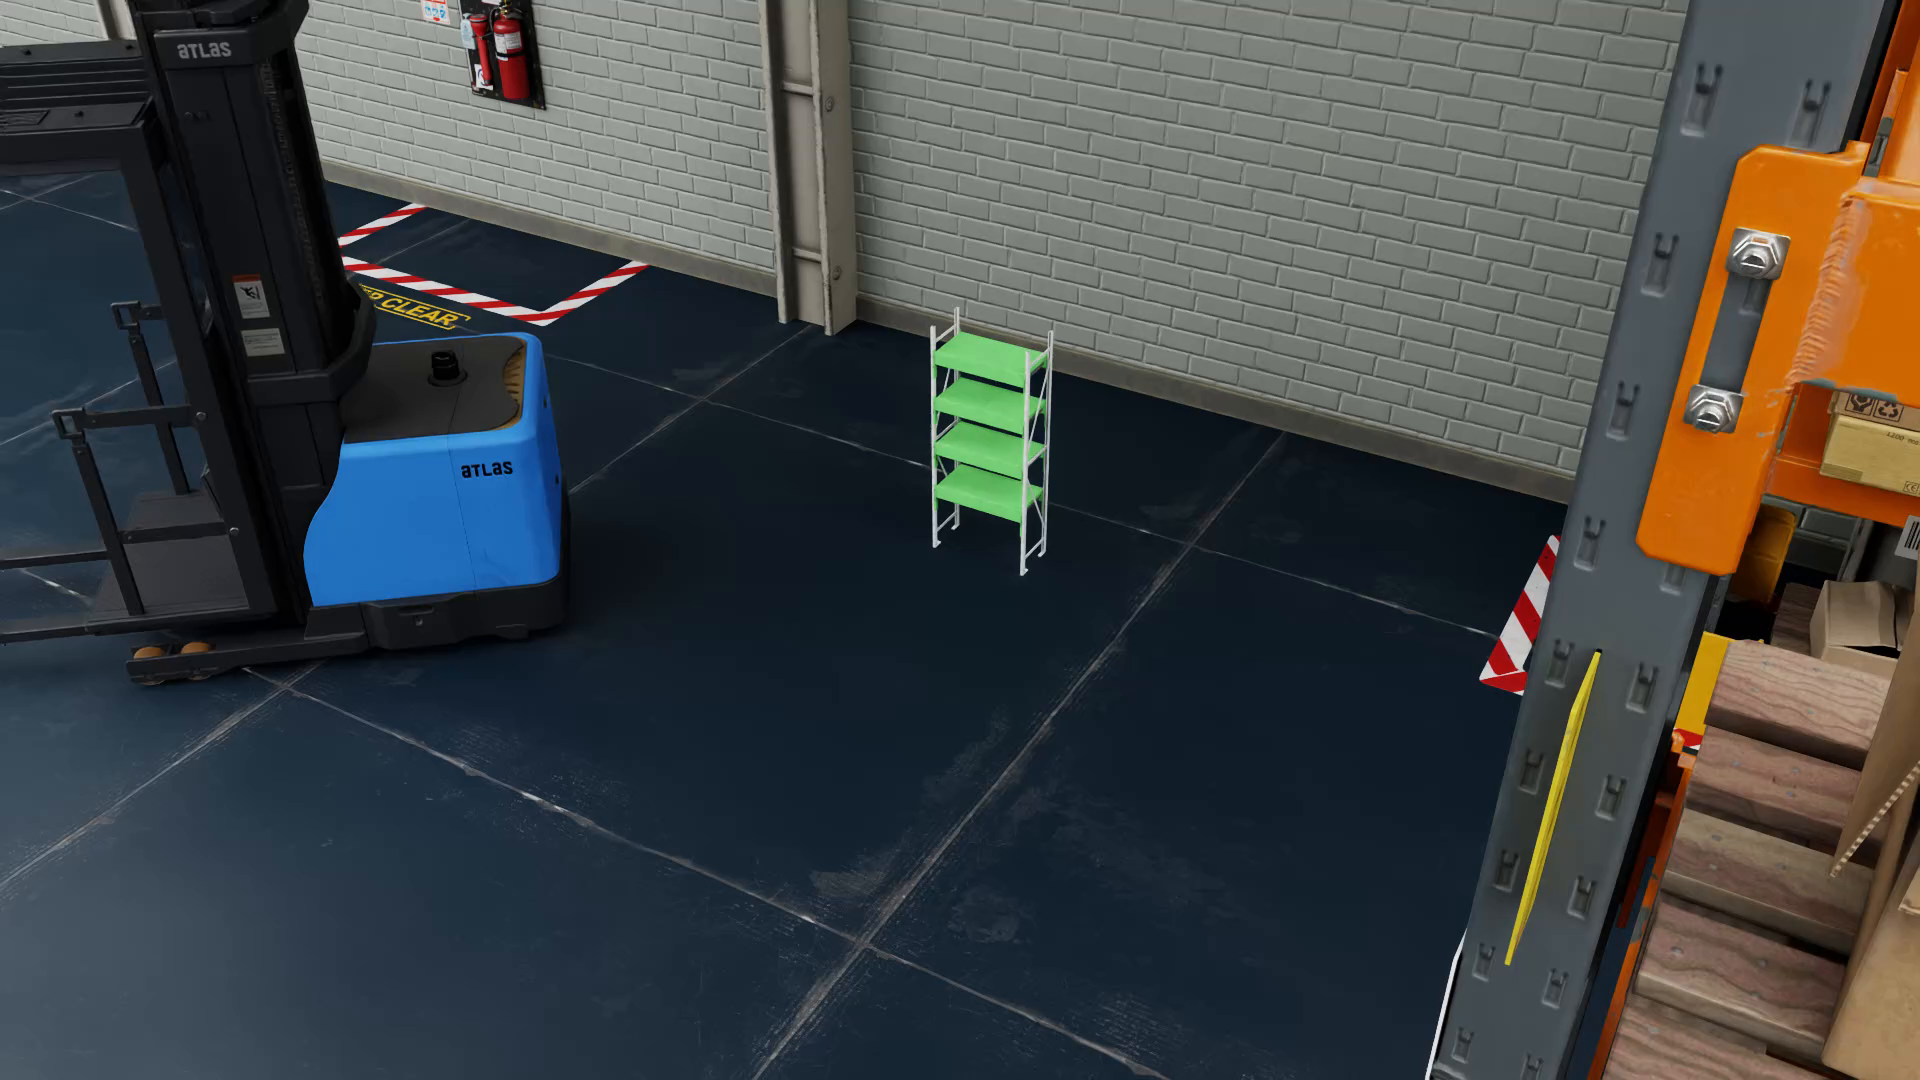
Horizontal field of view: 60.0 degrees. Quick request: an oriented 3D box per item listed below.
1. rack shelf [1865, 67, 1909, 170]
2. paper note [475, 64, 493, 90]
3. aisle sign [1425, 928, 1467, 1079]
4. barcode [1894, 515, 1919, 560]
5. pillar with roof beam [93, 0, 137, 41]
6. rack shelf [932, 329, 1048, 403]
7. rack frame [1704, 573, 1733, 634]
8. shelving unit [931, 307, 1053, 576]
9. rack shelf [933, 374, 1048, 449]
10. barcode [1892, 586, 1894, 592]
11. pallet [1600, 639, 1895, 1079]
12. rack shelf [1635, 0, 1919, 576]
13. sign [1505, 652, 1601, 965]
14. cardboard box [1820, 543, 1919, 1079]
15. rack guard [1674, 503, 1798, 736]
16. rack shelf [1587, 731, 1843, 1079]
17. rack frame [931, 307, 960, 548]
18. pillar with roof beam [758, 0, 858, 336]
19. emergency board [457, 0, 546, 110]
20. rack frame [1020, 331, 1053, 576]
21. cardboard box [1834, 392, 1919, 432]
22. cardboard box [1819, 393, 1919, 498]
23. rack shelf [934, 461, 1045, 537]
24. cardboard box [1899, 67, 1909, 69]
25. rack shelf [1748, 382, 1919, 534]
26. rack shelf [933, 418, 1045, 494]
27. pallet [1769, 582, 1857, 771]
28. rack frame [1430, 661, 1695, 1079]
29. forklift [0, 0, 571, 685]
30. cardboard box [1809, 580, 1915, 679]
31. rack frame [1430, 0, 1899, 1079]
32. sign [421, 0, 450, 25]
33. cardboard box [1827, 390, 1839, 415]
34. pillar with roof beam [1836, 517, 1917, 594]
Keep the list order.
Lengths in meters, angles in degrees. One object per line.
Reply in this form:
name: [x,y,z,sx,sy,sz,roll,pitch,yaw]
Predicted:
rack shelf: [5.035,-1.143,5.203,4.000,0.370,1.077,18,37,24]
paper note: [-3.120,-3.031,10.890,0.142,0.148,0.016,18,37,24]
aisle sign: [0.635,0.688,2.164,0.004,0.787,0.394,18,37,24]
barcode: [1.345,0.002,2.311,0.075,0.075,0.001,18,37,24]
pillar with roof beam: [-8.219,-4.693,7.179,0.400,9.000,9.100,18,37,24]
rack shelf: [0.144,-0.800,7.618,0.480,0.148,0.258,18,37,24]
rack frame: [3.299,-0.744,6.661,0.127,3.000,1.000,18,37,24]
shelving unit: [0.144,-0.454,7.849,0.503,1.200,0.258,18,37,24]
rack shelf: [0.144,-0.600,7.751,0.480,0.148,0.258,18,37,24]
barcode: [4.069,0.235,7.212,0.075,0.075,0.001,18,37,24]
pallet: [1.445,0.636,1.962,1.213,0.211,1.003,18,37,24]
rack shelf: [2.580,0.160,0.901,4.000,0.370,1.077,18,37,24]
sign: [0.563,0.261,1.585,0.005,0.325,0.100,18,37,24]
cardboard box: [1.341,0.277,1.824,0.637,0.503,0.797,20,39,28]
rack guard: [3.365,0.318,7.322,0.348,0.500,1.175,18,37,24]
rack shelf: [2.580,1.242,1.621,4.000,0.370,1.077,18,37,24]
rack frame: [-0.068,-0.521,7.950,0.015,1.200,0.240,18,37,24]
pillar with roof beam: [-3.010,-3.043,4.701,0.400,9.000,9.100,18,37,24]
emergency board: [-3.000,-3.316,10.523,0.643,1.169,0.194,18,37,24]
rack frame: [0.356,-0.387,7.748,0.015,1.200,0.240,18,37,24]
cardboard box: [3.564,-0.726,6.074,0.500,0.500,0.500,18,38,24]
cardboard box: [3.565,-0.403,6.266,0.500,0.250,0.500,16,37,23]
rack shelf: [0.144,-0.201,8.018,0.480,0.148,0.258,18,37,24]
cardboard box: [3.465,-1.830,5.477,0.500,0.500,0.500,19,38,26]
rack shelf: [5.035,0.106,6.034,4.000,0.370,1.077,18,37,24]
rack shelf: [0.144,-0.401,7.885,0.480,0.148,0.258,18,37,24]
pallet: [4.052,0.678,7.041,1.213,0.211,1.003,18,37,24]
rack frame: [0.844,1.641,3.079,0.127,3.000,1.000,18,37,24]
forklift: [-3.357,-0.902,6.960,3.031,2.935,1.130,-6,34,-9]
cardboard box: [3.855,0.426,6.933,0.500,0.311,0.500,13,36,19]
rack frame: [0.844,-0.856,1.416,0.127,3.000,1.000,18,37,24]
sign: [-3.429,-3.532,10.816,0.234,0.329,0.001,18,37,24]
cardboard box: [3.801,-0.654,6.644,0.500,0.250,0.500,18,38,25]
pillar with roof beam: [2.200,-1.393,2.223,0.400,9.000,9.100,18,37,24]
